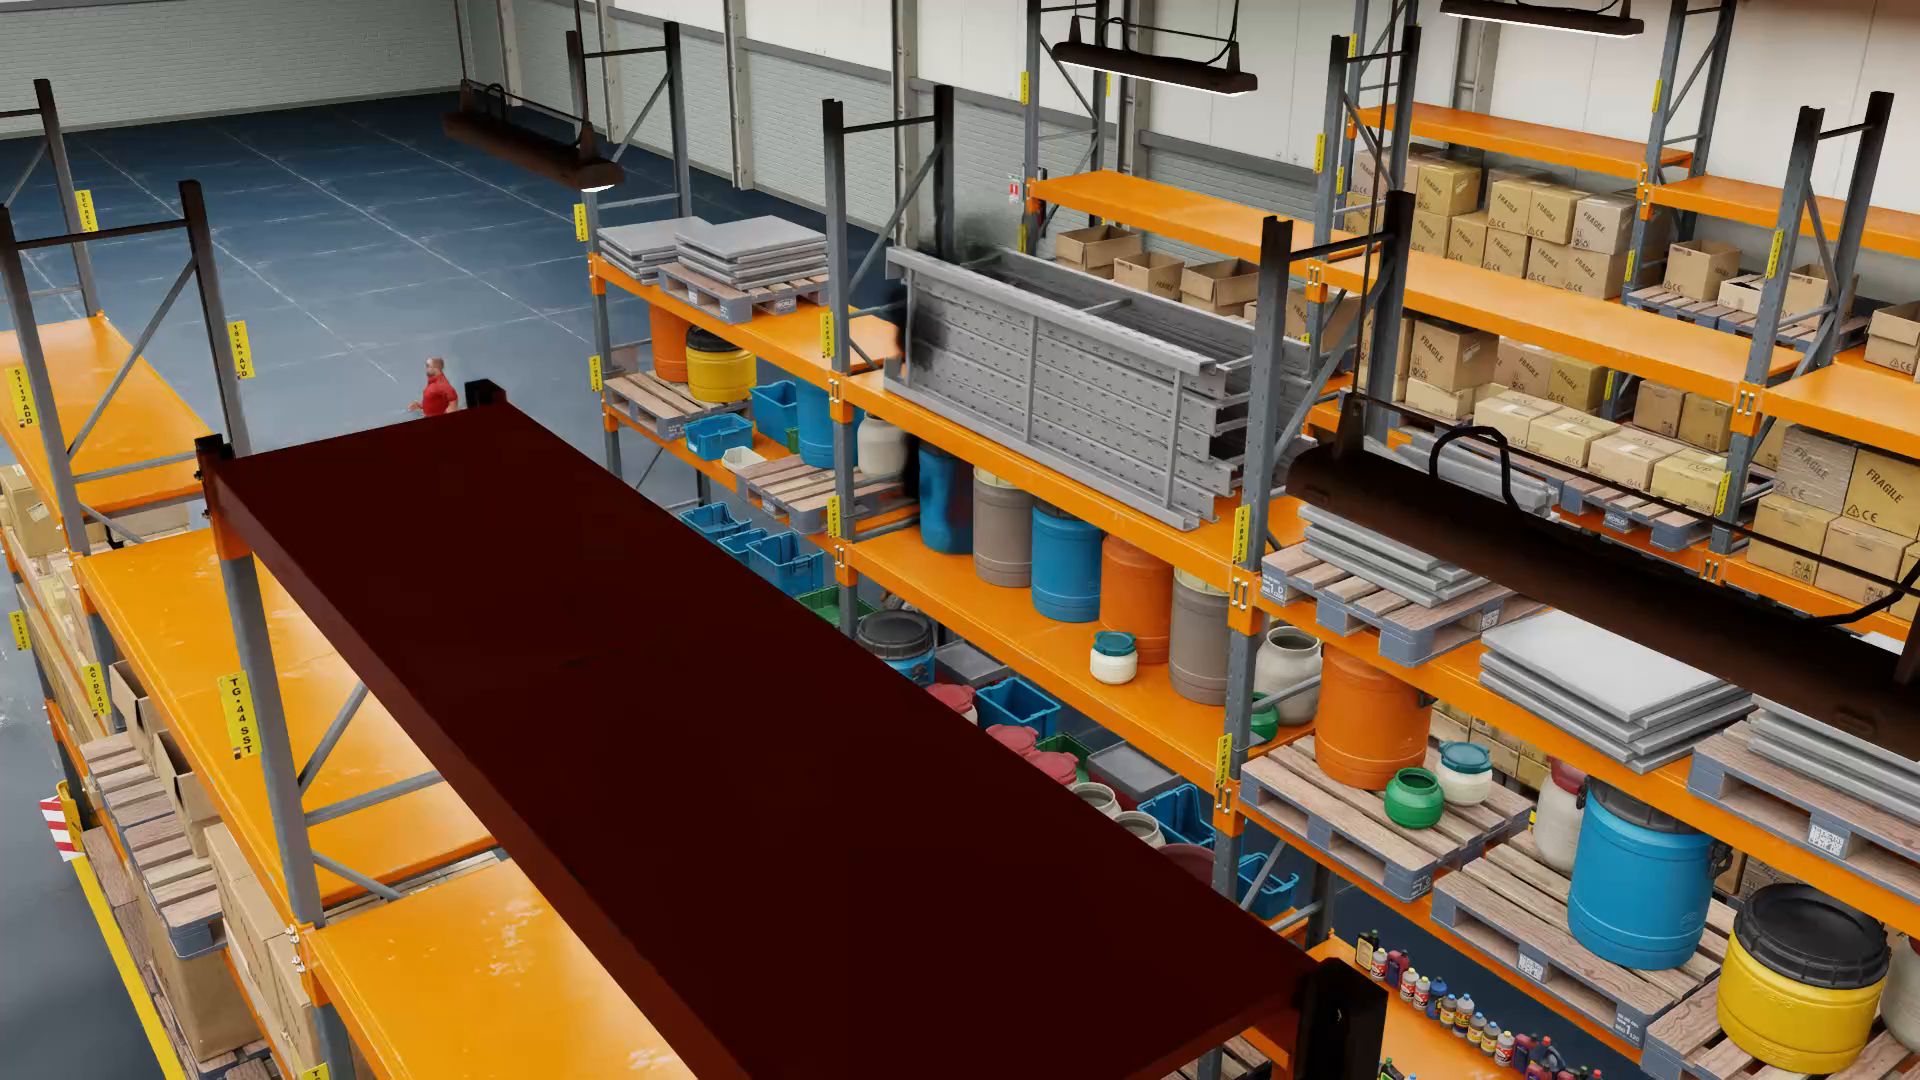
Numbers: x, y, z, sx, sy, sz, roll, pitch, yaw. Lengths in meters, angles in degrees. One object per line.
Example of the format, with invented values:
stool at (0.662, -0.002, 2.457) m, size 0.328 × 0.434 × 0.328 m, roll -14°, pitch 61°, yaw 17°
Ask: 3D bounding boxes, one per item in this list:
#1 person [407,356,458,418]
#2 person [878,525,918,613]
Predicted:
person at (-6.289, -1.385, 19.963) m, size 0.606 × 1.679 × 0.653 m, roll -9°, pitch 26°, yaw -18°
person at (-0.600, 0.569, 15.778) m, size 0.553 × 1.628 × 0.557 m, roll -18°, pitch 30°, yaw -34°
